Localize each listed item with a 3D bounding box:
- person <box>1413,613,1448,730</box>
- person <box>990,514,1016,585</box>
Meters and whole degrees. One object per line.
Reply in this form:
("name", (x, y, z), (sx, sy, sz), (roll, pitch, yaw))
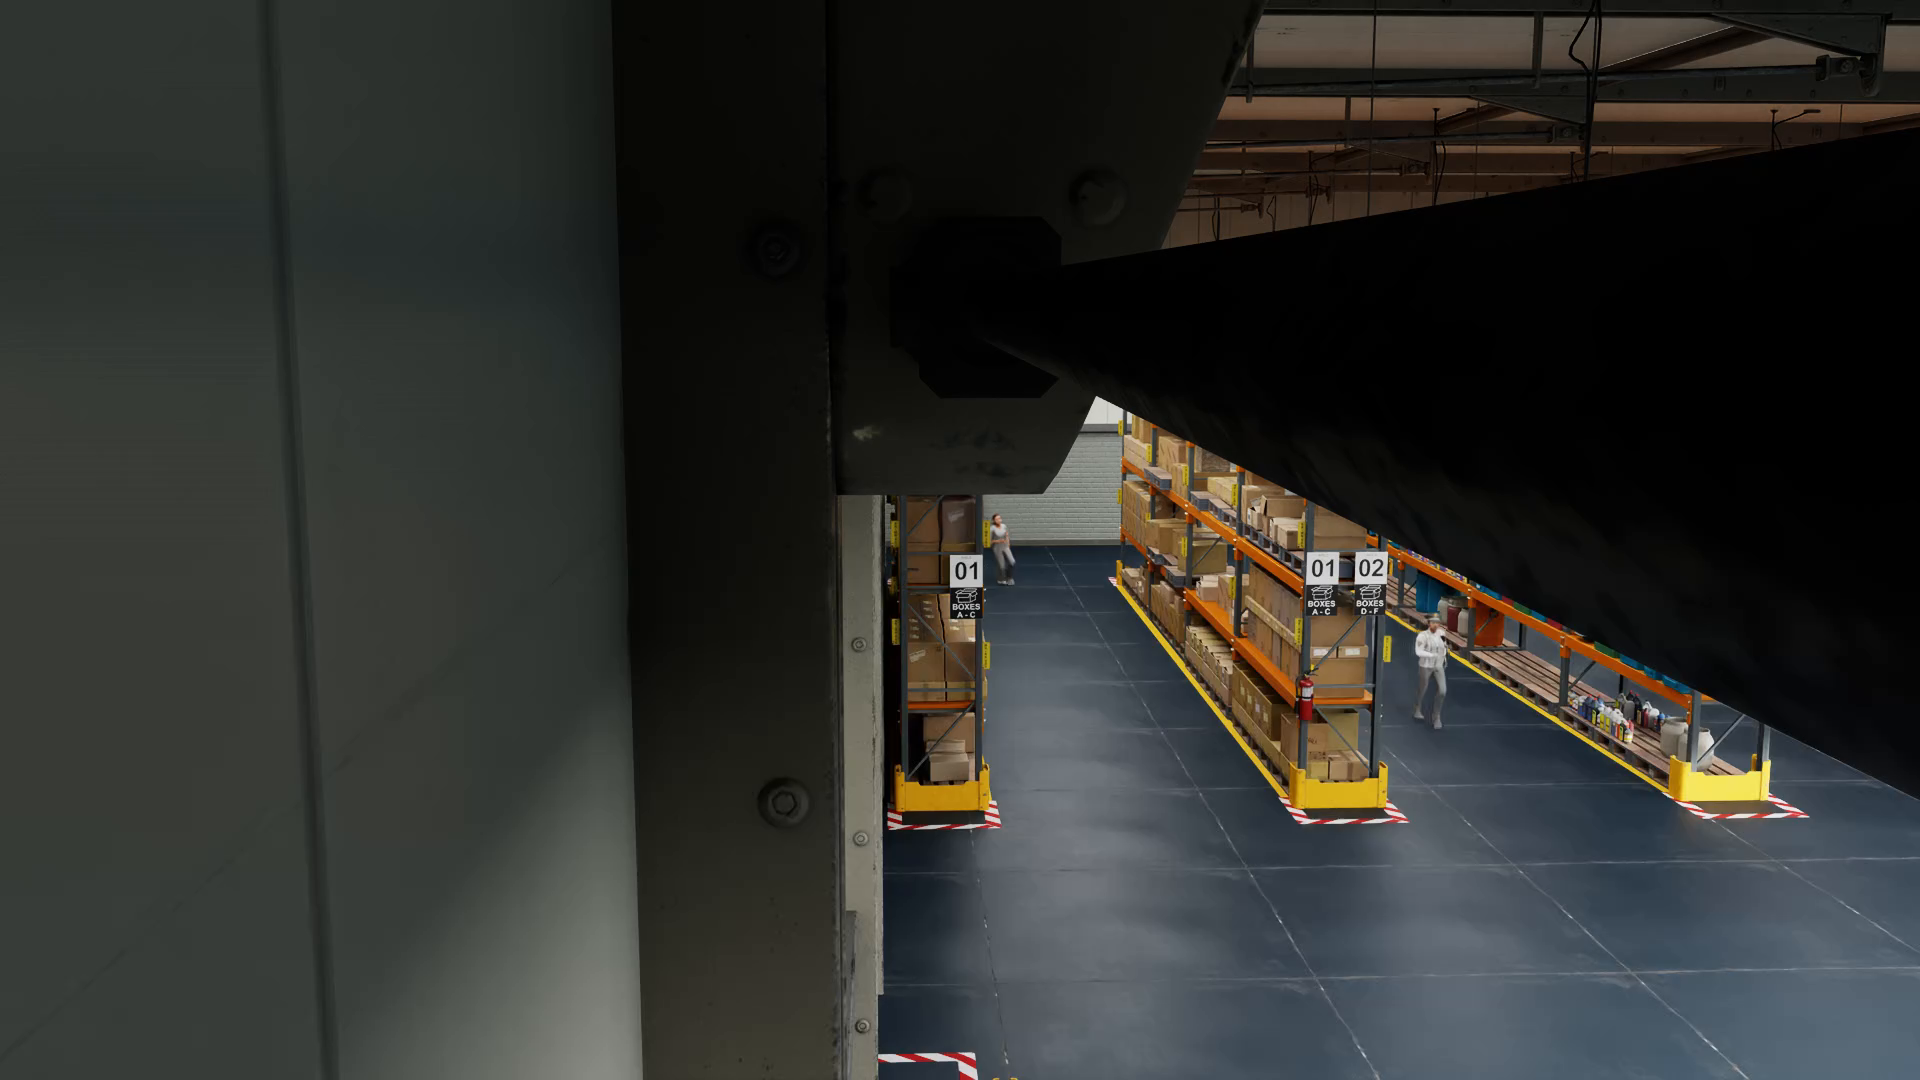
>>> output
("person", (6.937, 1.906, 24.462), (0.593, 1.738, 0.810), (-1, 9, -8))
("person", (0.885, 0.203, 36.121), (0.655, 1.597, 0.635), (-4, 9, -27))
